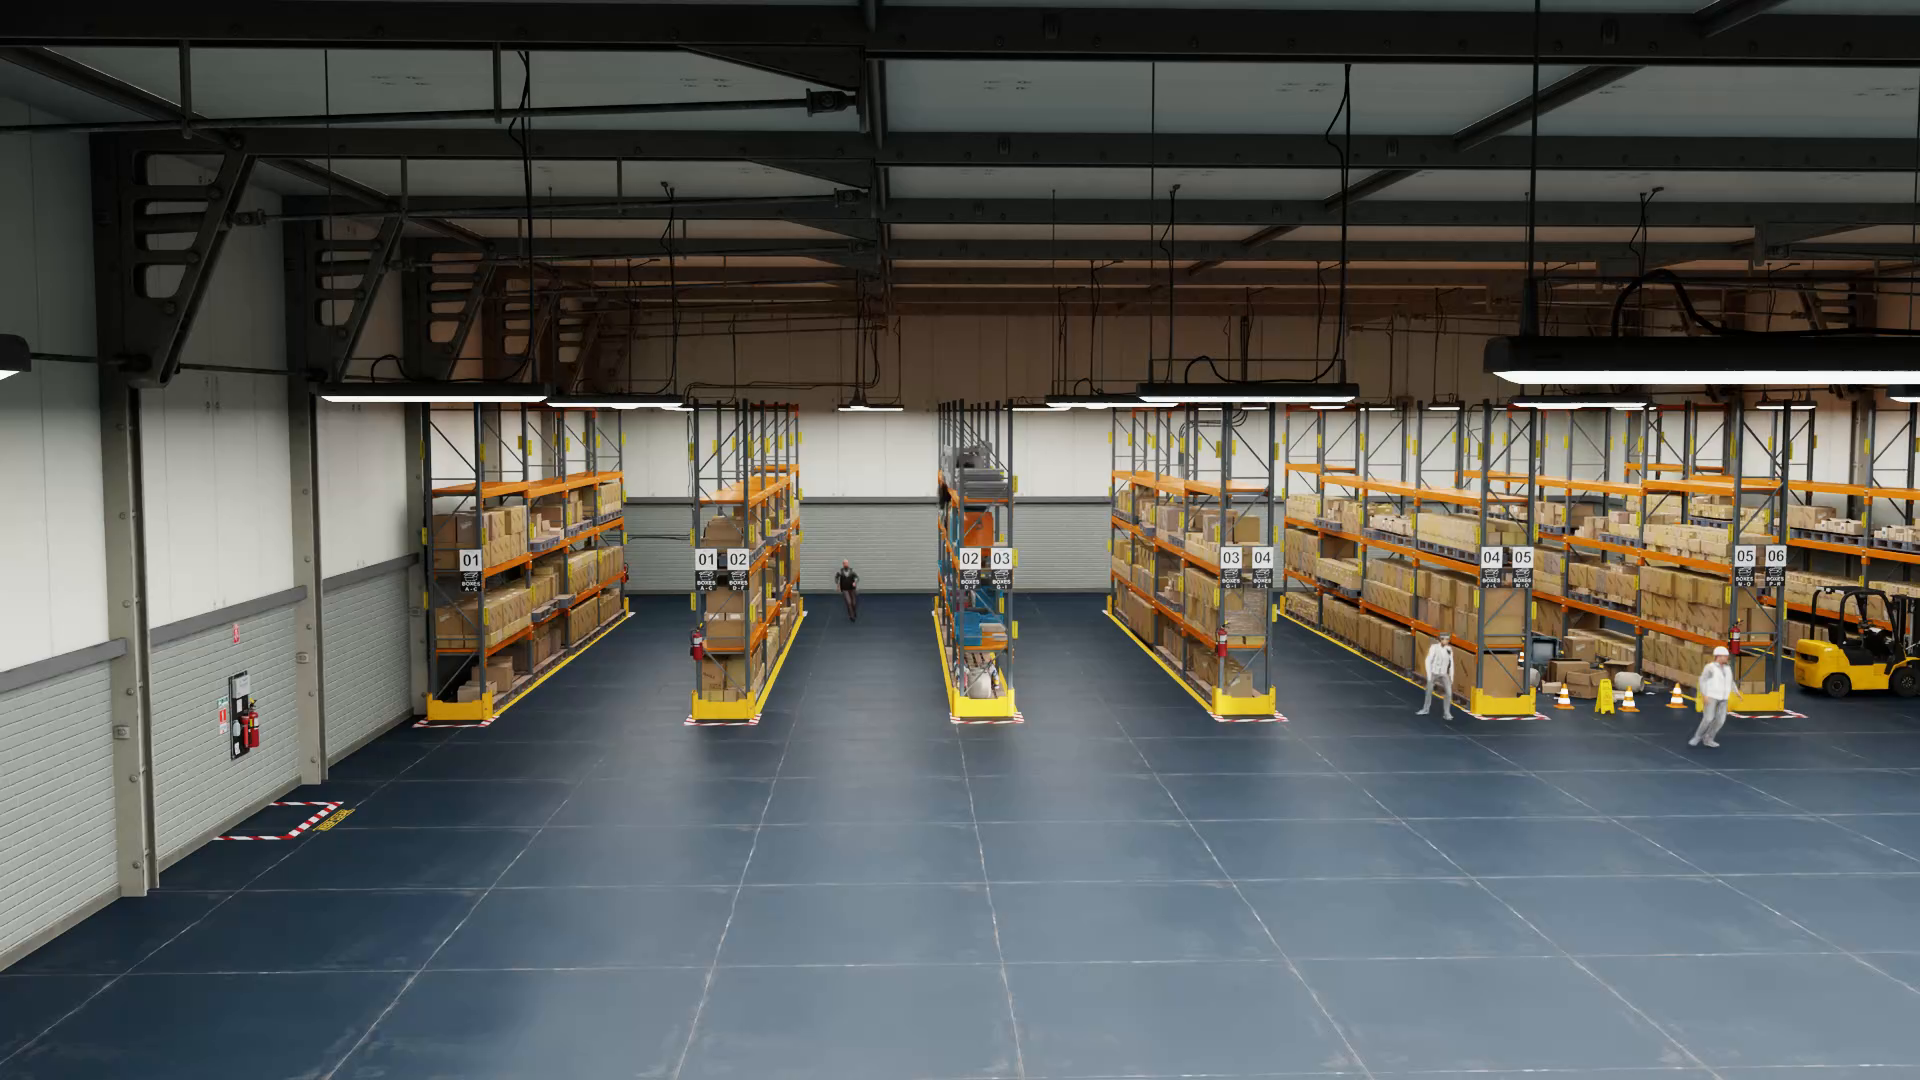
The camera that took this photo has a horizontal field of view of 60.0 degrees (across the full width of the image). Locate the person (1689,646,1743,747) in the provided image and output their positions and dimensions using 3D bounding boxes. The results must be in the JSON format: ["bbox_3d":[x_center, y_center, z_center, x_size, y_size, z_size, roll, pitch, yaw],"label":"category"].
[{"bbox_3d":[12.929,2.694,28.433,0.771,1.743,0.582,-2,5,-21],"label":"person"}]

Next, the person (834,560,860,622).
[{"bbox_3d":[-3.106,1.394,45.990,0.692,1.694,0.879,-1,4,-13],"label":"person"}]

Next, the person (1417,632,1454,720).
[{"bbox_3d":[8.985,2.541,31.332,0.614,1.659,0.613,0,4,-1],"label":"person"}]
